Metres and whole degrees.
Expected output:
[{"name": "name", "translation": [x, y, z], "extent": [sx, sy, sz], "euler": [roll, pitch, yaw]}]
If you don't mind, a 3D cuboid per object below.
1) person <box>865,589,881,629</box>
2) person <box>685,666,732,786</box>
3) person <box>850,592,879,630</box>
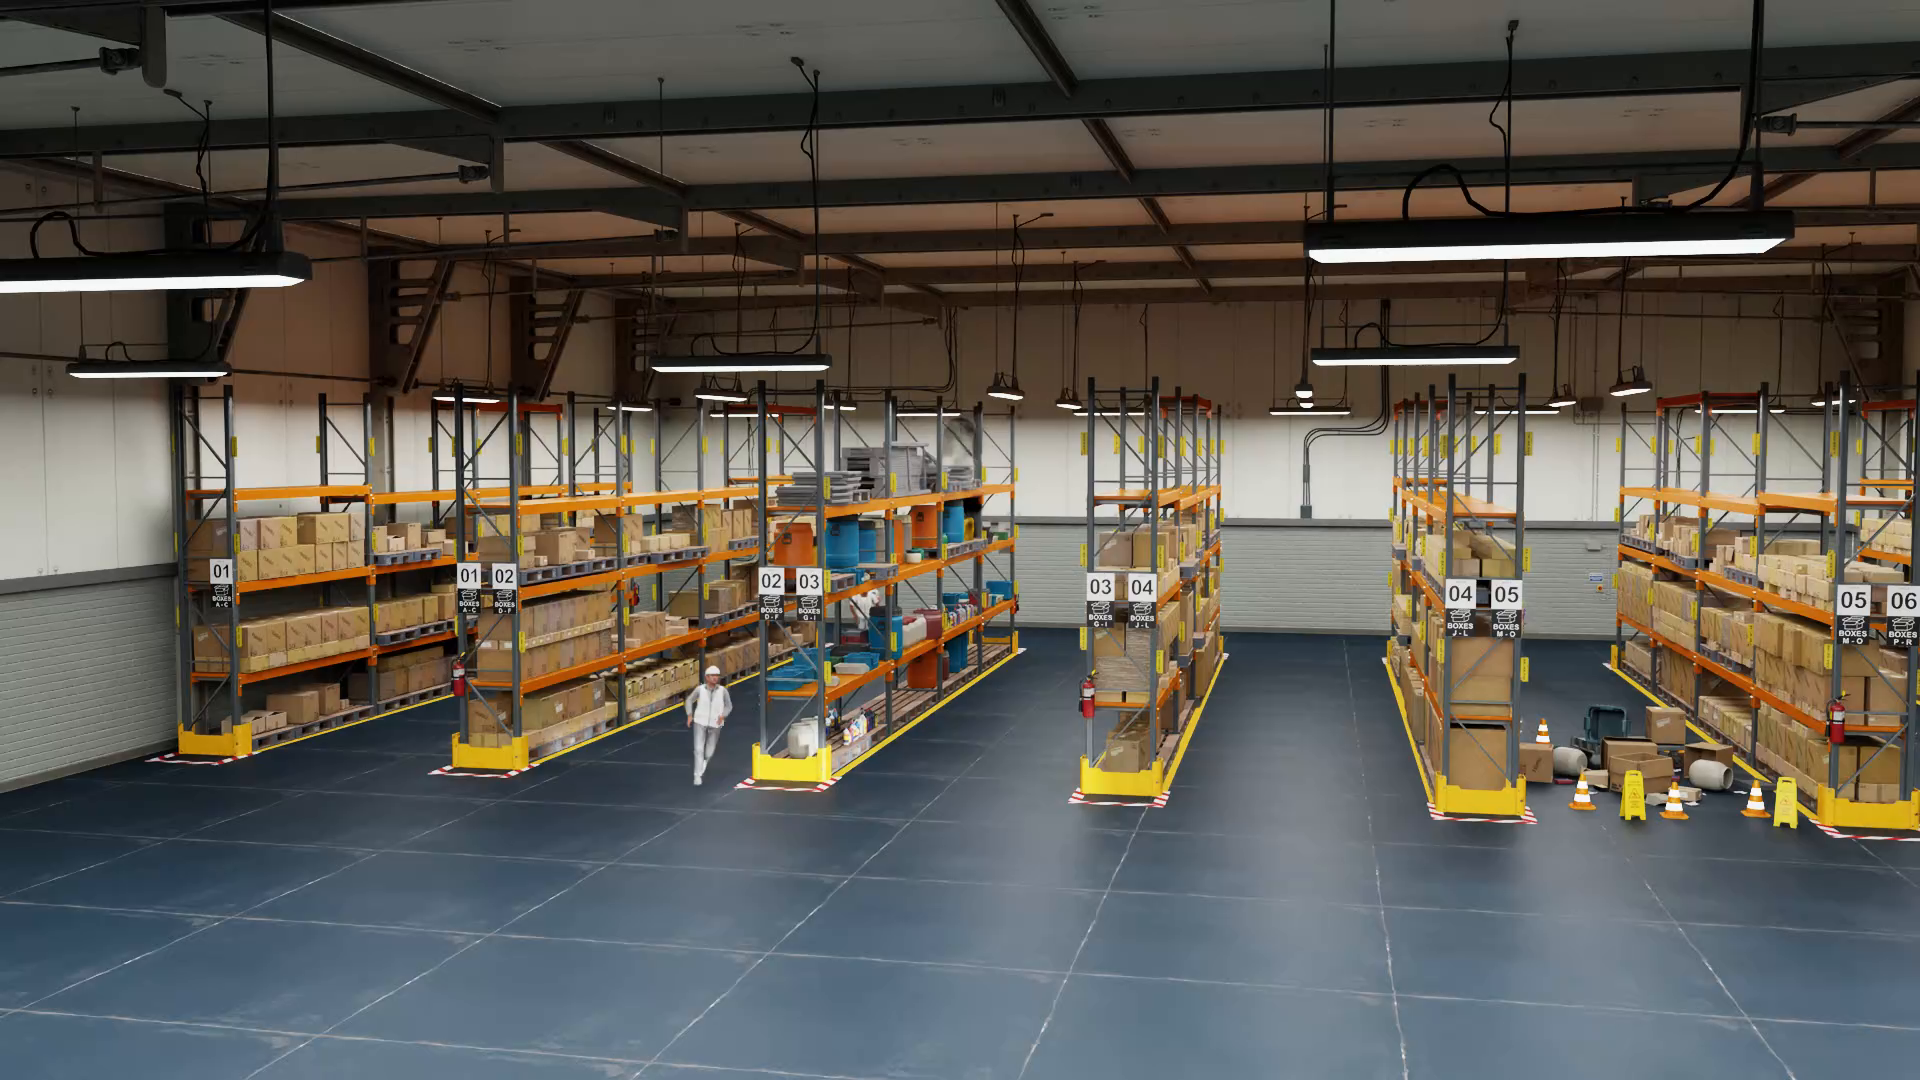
[{"name": "person", "translation": [-2.277, 1.825, 41.256], "extent": [0.651, 1.798, 0.815], "euler": [-1, 3, -23]}, {"name": "person", "translation": [-3.766, 2.754, 24.934], "extent": [0.697, 1.742, 0.768], "euler": [-1, 3, -12]}, {"name": "person", "translation": [-2.317, 1.886, 40.298], "extent": [0.711, 1.727, 0.538], "euler": [0, 3, -5]}]
